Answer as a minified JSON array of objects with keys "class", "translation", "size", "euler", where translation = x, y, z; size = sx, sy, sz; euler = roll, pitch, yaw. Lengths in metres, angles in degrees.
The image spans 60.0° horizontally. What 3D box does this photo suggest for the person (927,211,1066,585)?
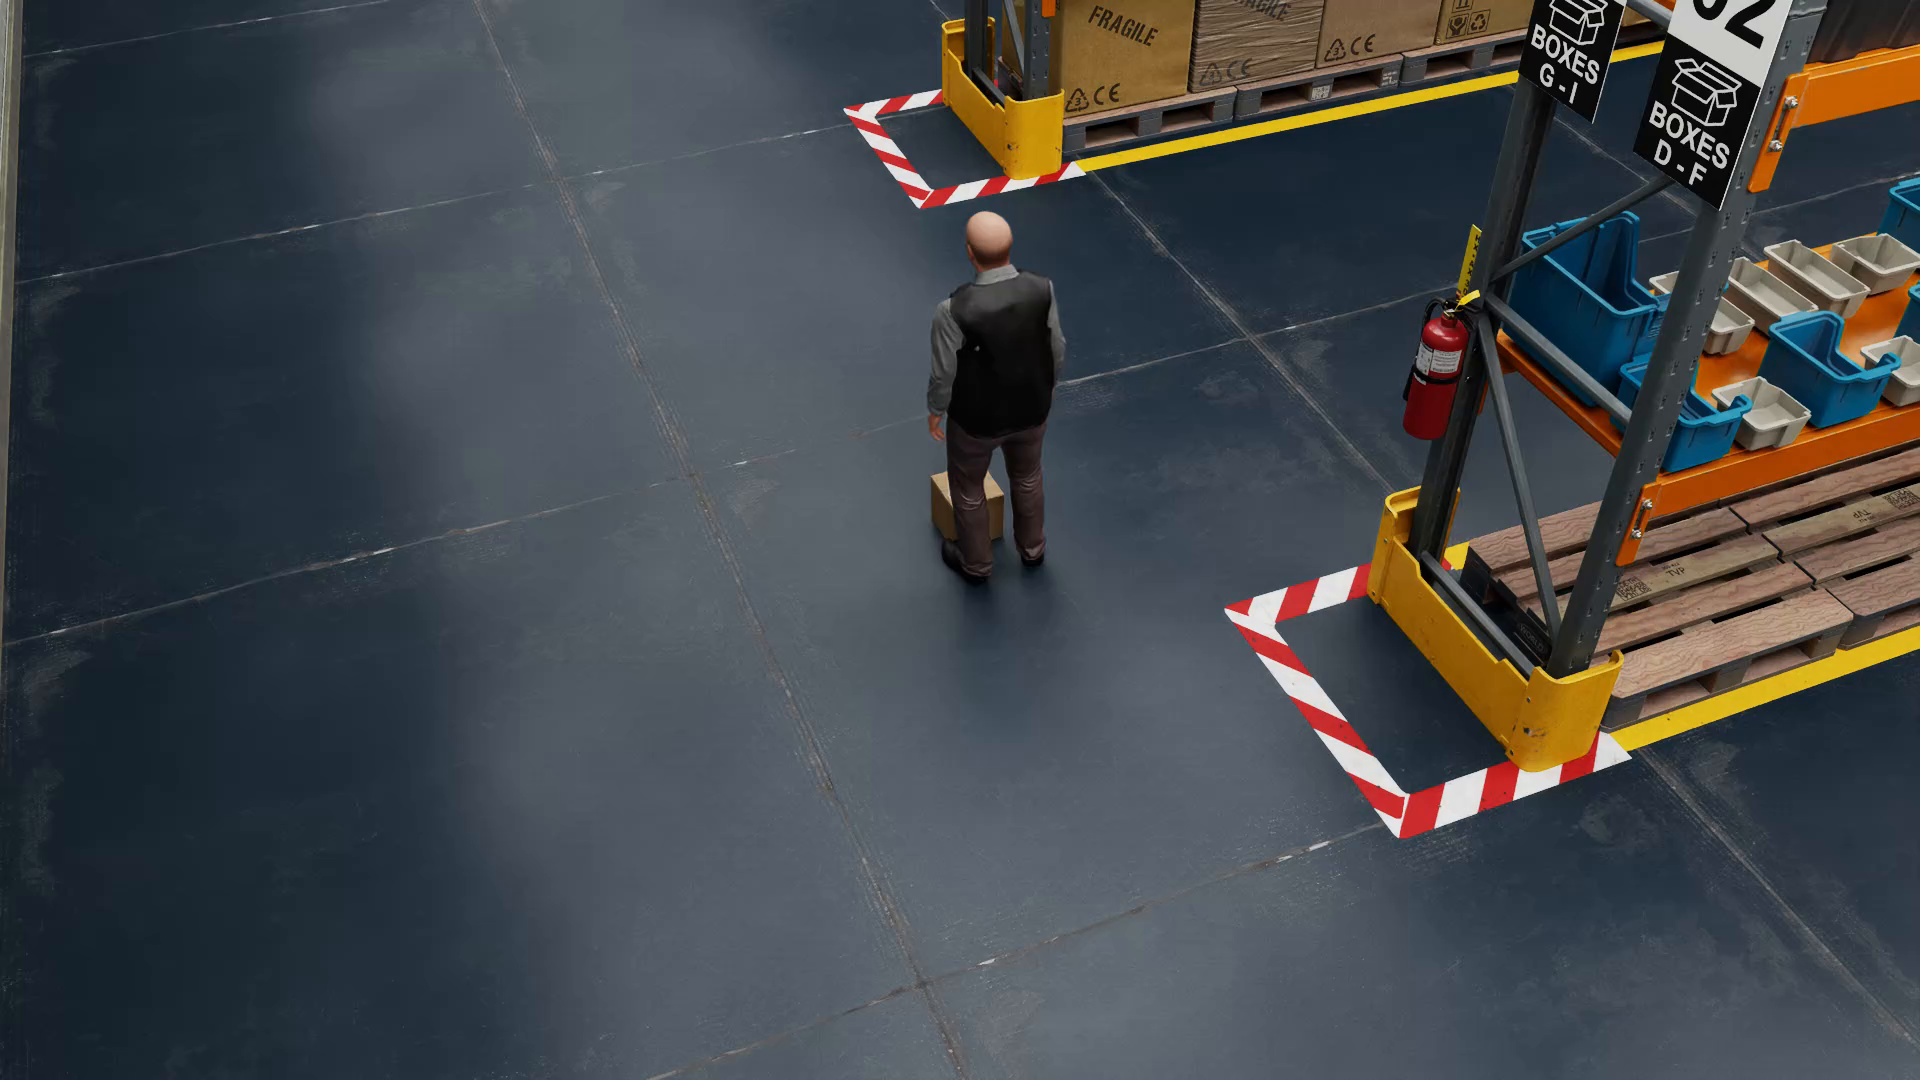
[{"class":"person","translation":[0.150,-0.535,6.781],"size":[0.580,1.721,0.417],"euler":[-15,44,-16]}]
